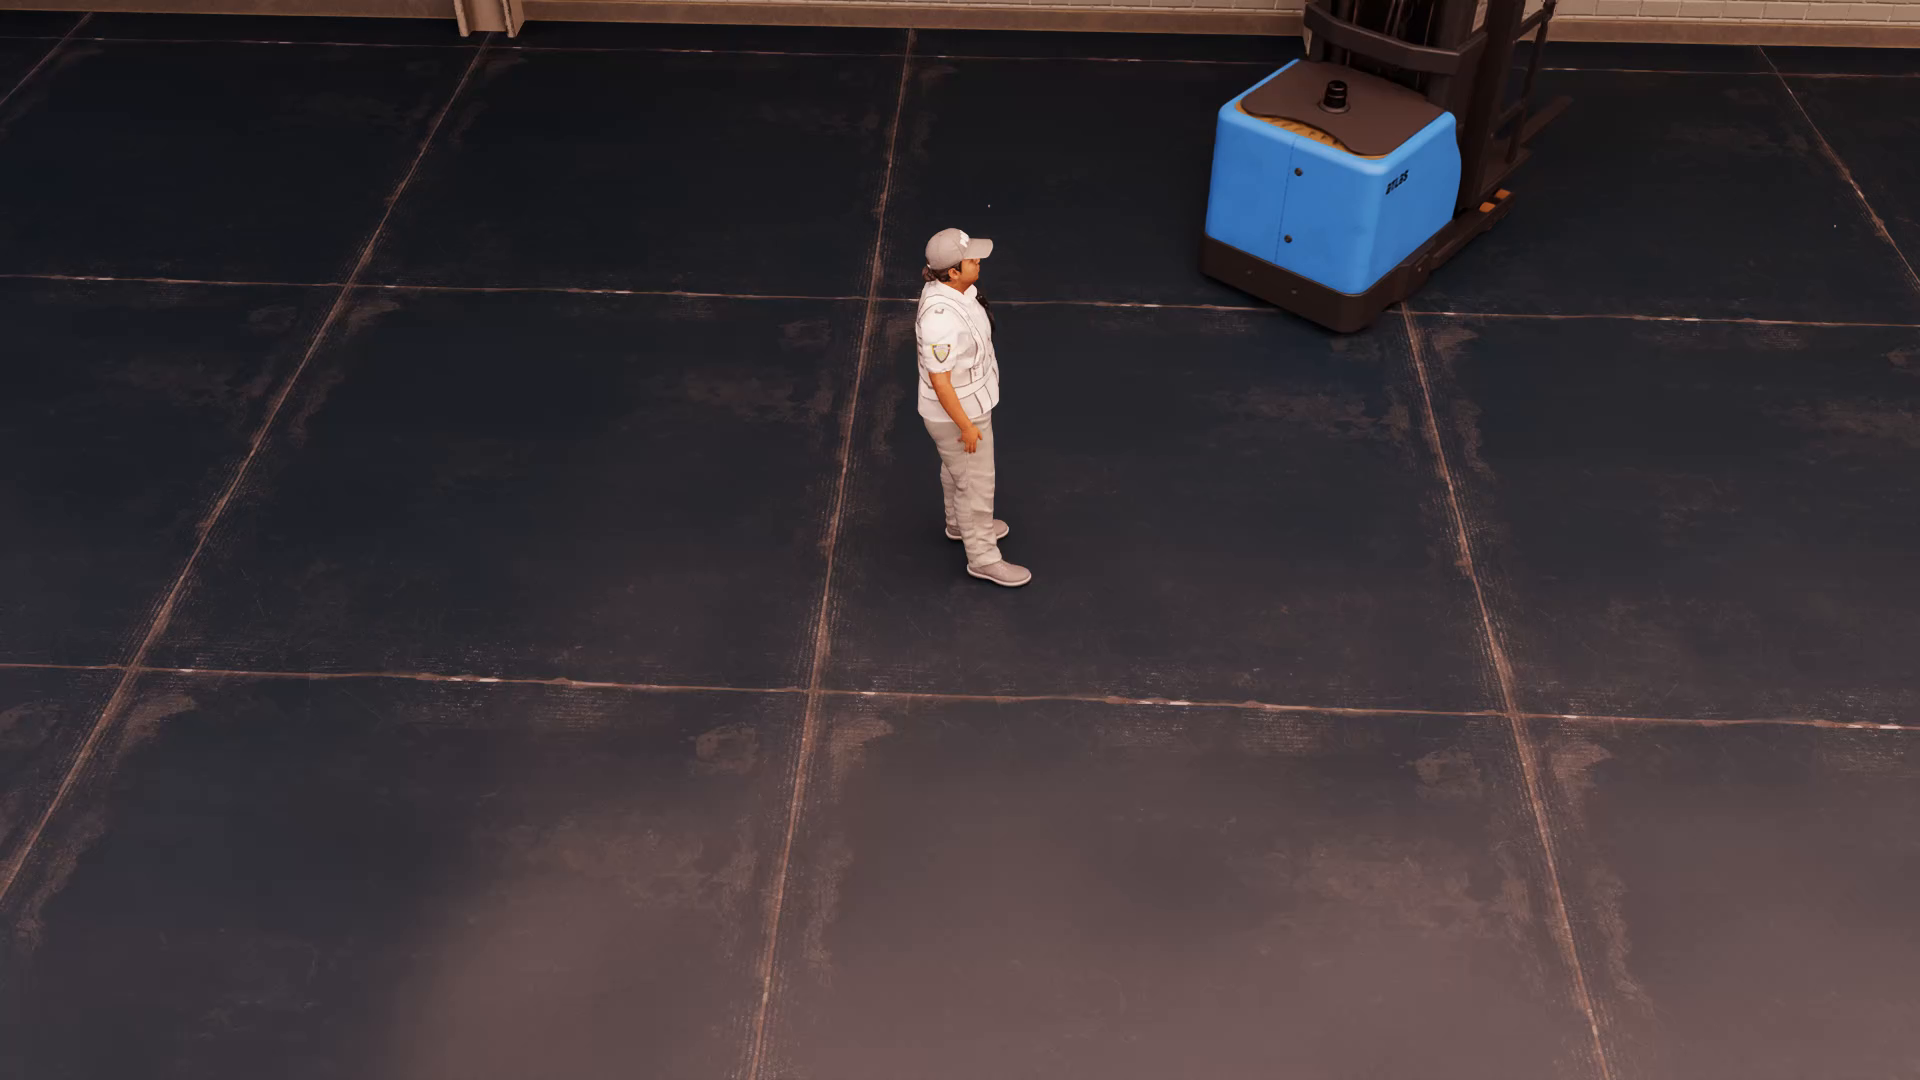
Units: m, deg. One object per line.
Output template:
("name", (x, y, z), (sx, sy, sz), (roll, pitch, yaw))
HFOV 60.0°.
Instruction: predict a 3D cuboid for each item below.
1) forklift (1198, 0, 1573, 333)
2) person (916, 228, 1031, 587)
("forklift", (2.704, -3.132, 9.173), (1.130, 2.935, 3.031), (30, 50, 29))
("person", (0.075, -0.603, 7.330), (0.529, 1.670, 0.598), (2, 42, 2))
